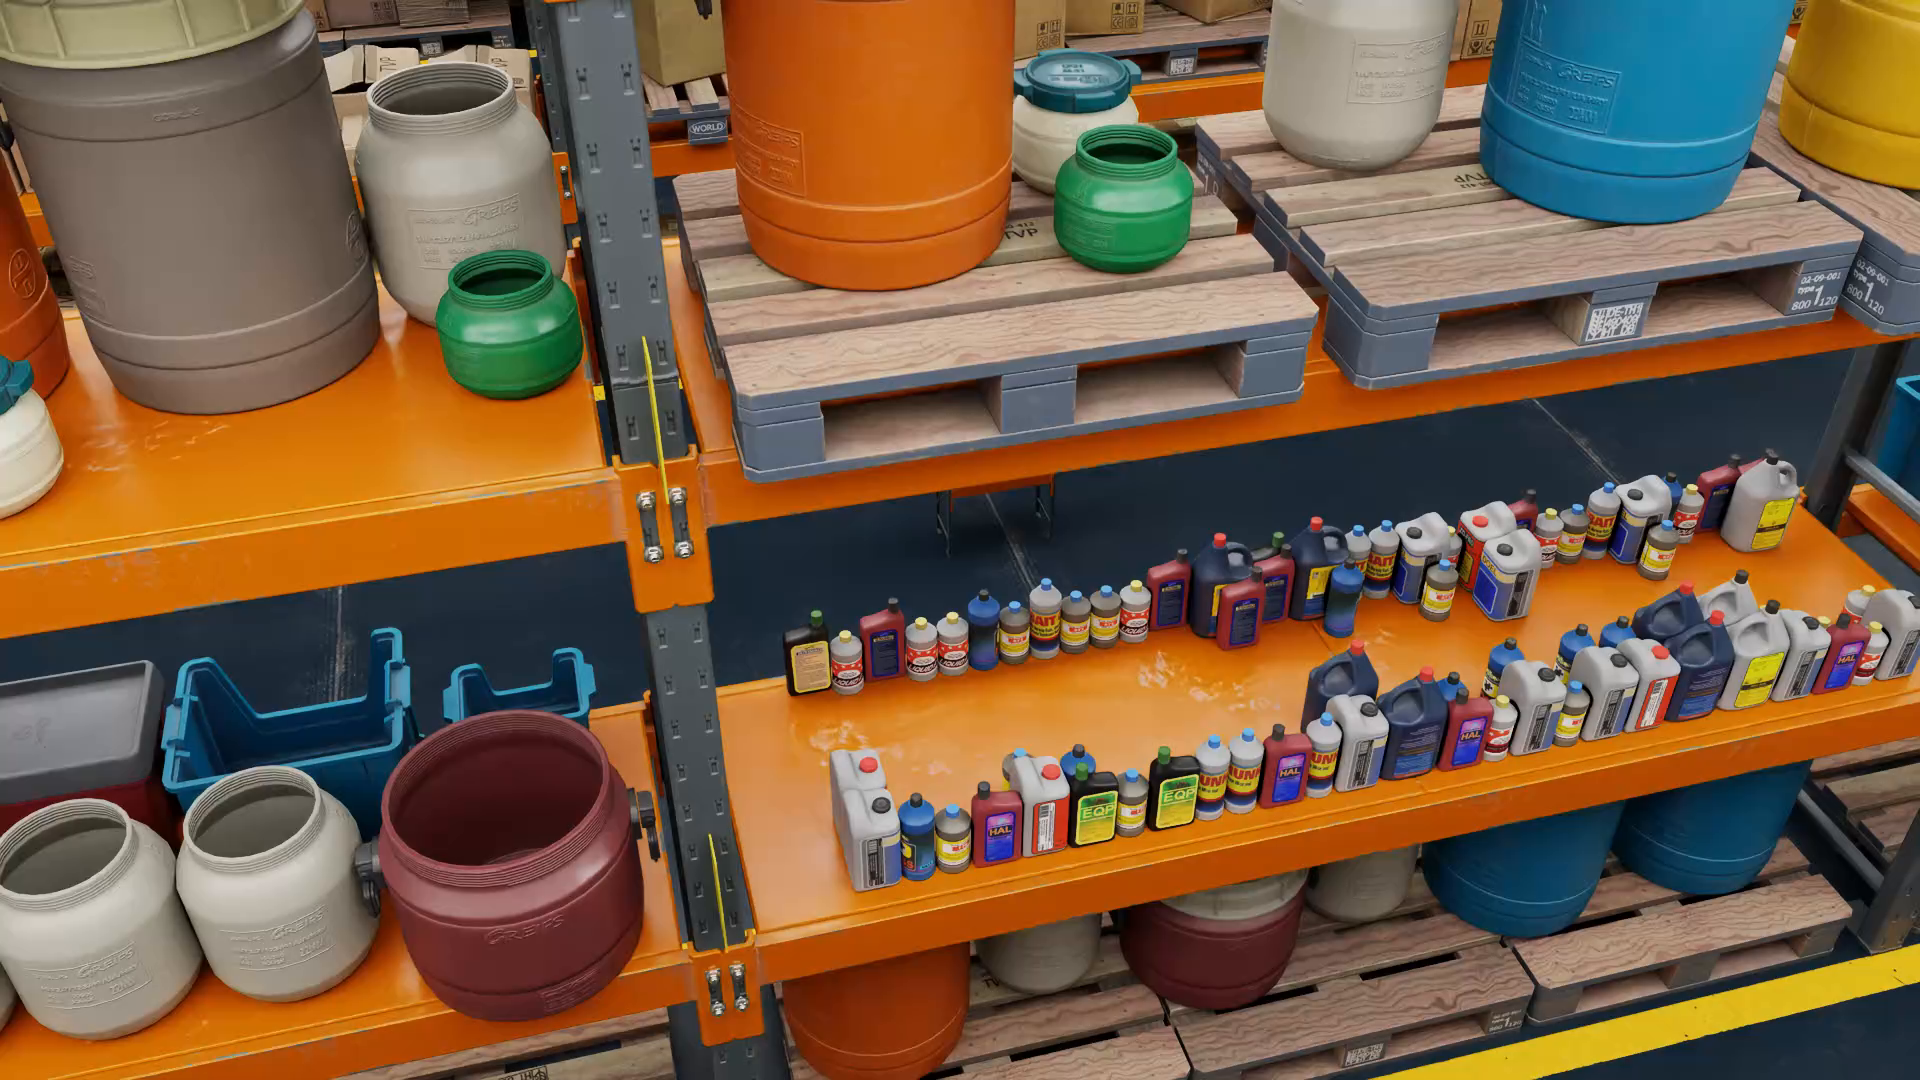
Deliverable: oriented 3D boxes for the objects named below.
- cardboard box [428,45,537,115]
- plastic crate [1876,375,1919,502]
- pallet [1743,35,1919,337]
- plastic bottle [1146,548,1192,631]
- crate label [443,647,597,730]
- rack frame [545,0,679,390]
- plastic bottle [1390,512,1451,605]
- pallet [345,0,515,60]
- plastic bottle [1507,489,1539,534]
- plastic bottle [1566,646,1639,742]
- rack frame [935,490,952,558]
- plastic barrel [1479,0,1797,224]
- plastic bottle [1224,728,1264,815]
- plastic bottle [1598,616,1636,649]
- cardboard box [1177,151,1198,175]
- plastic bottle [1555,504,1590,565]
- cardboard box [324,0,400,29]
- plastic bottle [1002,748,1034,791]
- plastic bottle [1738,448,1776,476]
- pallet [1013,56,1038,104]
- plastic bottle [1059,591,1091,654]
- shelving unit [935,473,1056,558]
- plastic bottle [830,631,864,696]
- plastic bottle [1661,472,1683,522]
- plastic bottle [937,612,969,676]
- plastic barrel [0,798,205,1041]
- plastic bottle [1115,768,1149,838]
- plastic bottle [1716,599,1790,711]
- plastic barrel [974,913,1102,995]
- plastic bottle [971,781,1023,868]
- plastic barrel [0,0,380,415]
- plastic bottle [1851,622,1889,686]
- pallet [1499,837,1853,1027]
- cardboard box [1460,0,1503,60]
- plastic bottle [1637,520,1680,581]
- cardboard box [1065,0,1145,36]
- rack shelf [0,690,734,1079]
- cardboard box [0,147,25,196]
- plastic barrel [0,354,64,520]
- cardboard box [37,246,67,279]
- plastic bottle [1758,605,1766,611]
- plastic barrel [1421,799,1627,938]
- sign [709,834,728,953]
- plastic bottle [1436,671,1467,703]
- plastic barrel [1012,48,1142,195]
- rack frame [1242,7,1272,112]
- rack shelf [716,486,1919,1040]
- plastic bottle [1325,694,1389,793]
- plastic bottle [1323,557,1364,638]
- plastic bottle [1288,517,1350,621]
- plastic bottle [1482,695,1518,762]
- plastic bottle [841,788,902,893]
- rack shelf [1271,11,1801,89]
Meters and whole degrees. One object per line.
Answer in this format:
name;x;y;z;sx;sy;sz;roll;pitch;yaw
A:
cardboard box;-2.385;-2.237;8.279;0.500;0.311;0.500;-7;38;-9
plastic crate;3.489;-0.324;5.668;0.575;0.384;0.392;-9;38;-12
pallet;2.396;-0.967;4.232;1.003;0.211;1.213;-9;38;-12
plastic bottle;0.648;0.153;5.178;0.133;0.283;0.061;-9;38;-12
crate label;-1.239;0.515;4.746;0.416;0.233;0.303;-9;38;-12
rack frame;-0.734;-1.781;2.672;0.127;3.000;1.000;-9;38;-12
plastic bottle;1.463;0.050;5.317;0.135;0.276;0.152;-9;38;-12
pallet;-4.072;-3.979;12.778;1.213;0.211;1.003;-9;38;-12
plastic bottle;1.805;-0.037;5.426;0.133;0.283;0.061;-9;38;-12
plastic bottle;1.862;0.428;4.823;0.135;0.276;0.152;-9;38;-12
rack frame;-0.076;-0.464;7.369;0.015;1.200;0.240;-9;38;-12
plastic barrel;1.519;-1.229;3.661;0.708;0.901;0.600;-9;38;-12
plastic bottle;0.779;0.625;4.570;0.097;0.271;0.097;0;37;0
plastic bottle;1.941;0.339;4.944;0.097;0.271;0.097;0;37;0
cardboard box;1.438;-1.874;9.426;0.500;0.500;0.500;-10;38;-12
plastic bottle;2.015;-0.028;5.481;0.097;0.201;0.097;0;37;0
cardboard box;-4.526;-4.233;12.511;0.500;0.500;0.700;-9;38;-12
plastic bottle;0.164;0.658;4.584;0.097;0.201;0.097;0;37;0
plastic bottle;2.662;-0.178;5.610;0.133;0.283;0.061;-9;38;-12
pallet;-0.146;-2.539;8.758;1.213;0.211;1.003;-9;38;-12
plastic bottle;0.354;0.245;5.125;0.097;0.201;0.097;0;37;0
shelving unit;0.160;-0.503;7.420;0.503;1.200;0.258;-9;38;-12
plastic bottle;-0.339;0.359;4.976;0.097;0.201;0.097;0;37;0
plastic bottle;2.333;-0.108;5.528;0.097;0.271;0.097;0;37;0
plastic bottle;-0.022;0.307;5.044;0.097;0.201;0.097;0;37;0
plastic barrel;-2.079;0.912;3.997;0.421;0.512;0.421;0;37;0
plastic bottle;0.462;0.705;4.523;0.097;0.201;0.097;0;37;0
plastic bottle;2.325;0.325;4.897;0.185;0.351;0.144;-9;38;-12
plastic barrel;0.255;1.194;5.423;0.421;0.512;0.421;0;37;0
plastic bottle;0.097;0.744;4.405;0.133;0.283;0.061;-9;38;-12
plastic barrel;-1.584;-0.786;3.427;0.600;0.901;0.600;0;37;0
plastic bottle;2.726;0.333;5.009;0.097;0.201;0.097;0;37;0
pallet;2.371;1.173;6.042;1.213;0.211;1.003;-9;38;-12
cardboard box;2.896;-2.982;9.097;0.500;0.500;0.500;-9;38;-11
plastic bottle;2.278;0.025;5.412;0.097;0.201;0.097;0;37;0
cardboard box;0.676;-3.055;8.846;0.500;0.500;0.700;-4;38;-5
rack shelf;-2.665;1.204;4.299;4.000;0.370;1.077;-9;38;-12
cardboard box;-4.630;-1.906;7.691;0.500;0.500;0.500;-7;38;-9
plastic barrel;-1.901;-0.197;3.183;0.301;0.262;0.301;0;37;0
cardboard box;-4.585;-1.364;8.521;0.500;0.311;0.500;-9;38;-12
plastic bottle;2.428;0.287;5.070;0.097;0.201;0.097;0;37;0
plastic barrel;1.914;0.823;5.587;0.708;0.901;0.600;-9;38;-12
sign;-0.584;0.858;4.025;0.005;0.325;0.100;-9;38;-12
plastic bottle;1.388;0.487;4.751;0.097;0.271;0.097;0;37;0
plastic barrel;0.262;-0.957;3.832;0.301;0.262;0.301;0;37;0
rack frame;1.839;-2.938;9.122;0.127;3.000;1.000;-9;38;-12
rack shelf;1.196;0.570;5.128;4.000;0.370;1.077;-9;38;-12
plastic bottle;1.106;0.552;4.661;0.135;0.276;0.152;-9;38;-12
plastic bottle;1.194;0.170;5.165;0.097;0.271;0.097;0;37;0
plastic bottle;1.120;0.075;5.224;0.185;0.351;0.144;-9;38;-12
plastic bottle;1.533;0.529;4.753;0.097;0.201;0.097;0;37;0
plastic bottle;-0.232;0.772;4.374;0.135;0.276;0.152;-9;38;-12
rack shelf;3.770;-2.969;9.755;4.000;0.370;1.077;-9;38;-12
